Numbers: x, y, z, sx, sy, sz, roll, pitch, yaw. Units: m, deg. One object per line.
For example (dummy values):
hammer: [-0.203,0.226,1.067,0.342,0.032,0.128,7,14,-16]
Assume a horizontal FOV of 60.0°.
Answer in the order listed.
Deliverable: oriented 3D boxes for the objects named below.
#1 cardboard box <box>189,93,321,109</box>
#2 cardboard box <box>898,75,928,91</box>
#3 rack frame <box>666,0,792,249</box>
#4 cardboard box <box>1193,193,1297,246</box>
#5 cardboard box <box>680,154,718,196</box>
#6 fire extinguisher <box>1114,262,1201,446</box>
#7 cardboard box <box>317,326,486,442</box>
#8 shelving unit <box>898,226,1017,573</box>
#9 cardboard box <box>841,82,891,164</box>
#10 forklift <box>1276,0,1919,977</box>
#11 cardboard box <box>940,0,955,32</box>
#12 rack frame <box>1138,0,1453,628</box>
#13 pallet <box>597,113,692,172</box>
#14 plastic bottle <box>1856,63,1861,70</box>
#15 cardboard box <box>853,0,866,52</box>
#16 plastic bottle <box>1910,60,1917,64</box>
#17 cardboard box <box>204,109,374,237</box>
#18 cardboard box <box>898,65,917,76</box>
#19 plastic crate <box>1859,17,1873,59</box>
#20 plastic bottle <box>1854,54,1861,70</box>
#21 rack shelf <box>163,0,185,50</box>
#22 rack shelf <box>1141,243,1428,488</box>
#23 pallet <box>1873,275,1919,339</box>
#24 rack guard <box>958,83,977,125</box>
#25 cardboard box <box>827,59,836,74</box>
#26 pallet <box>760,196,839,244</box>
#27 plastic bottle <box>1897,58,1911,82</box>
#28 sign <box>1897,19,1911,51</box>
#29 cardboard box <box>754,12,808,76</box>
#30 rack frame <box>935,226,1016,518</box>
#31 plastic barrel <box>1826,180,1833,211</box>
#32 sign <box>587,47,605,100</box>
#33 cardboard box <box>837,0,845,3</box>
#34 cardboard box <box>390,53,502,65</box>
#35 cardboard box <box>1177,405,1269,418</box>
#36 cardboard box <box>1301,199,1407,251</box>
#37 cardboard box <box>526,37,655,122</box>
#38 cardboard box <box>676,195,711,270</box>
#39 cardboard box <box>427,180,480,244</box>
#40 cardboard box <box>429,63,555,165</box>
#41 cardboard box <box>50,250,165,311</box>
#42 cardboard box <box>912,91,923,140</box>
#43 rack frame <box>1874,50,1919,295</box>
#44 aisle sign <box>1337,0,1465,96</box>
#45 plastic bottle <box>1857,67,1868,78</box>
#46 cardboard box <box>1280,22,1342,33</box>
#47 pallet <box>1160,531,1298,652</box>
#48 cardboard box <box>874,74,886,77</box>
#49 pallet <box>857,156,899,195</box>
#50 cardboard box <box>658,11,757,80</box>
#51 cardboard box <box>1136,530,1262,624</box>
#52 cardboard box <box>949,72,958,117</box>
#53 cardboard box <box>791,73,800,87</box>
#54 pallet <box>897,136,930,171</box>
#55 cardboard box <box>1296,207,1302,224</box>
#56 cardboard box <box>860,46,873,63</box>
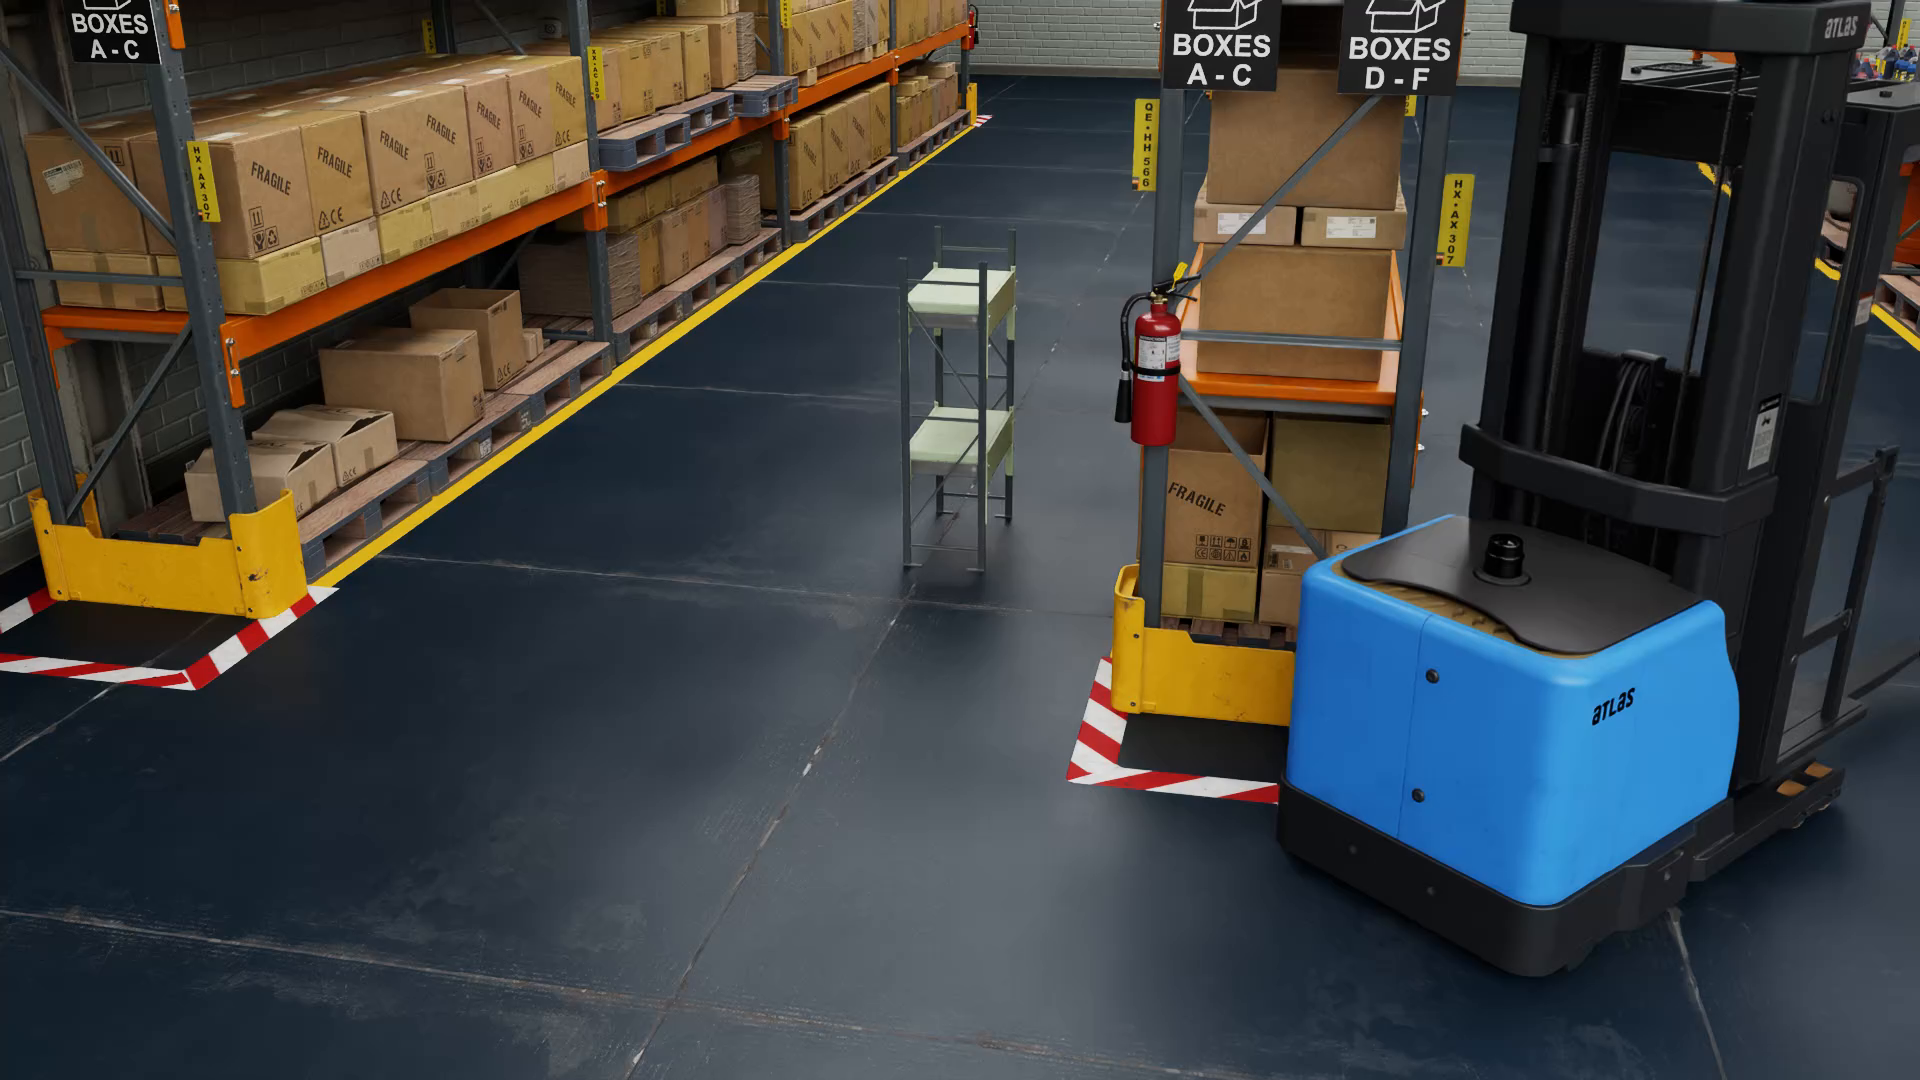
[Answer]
cardboard box: [-3.541,-1.960,8.376,0.500,0.500,0.500,4,22,9]
cardboard box: [-0.586,-5.404,19.673,0.380,0.149,0.250,4,22,9]
rack frame: [-2.010,-4.037,14.363,1.000,3.000,0.127,4,22,11]
cardboard box: [1.099,-1.237,6.407,0.380,0.149,0.250,4,22,10]
cardboard box: [-2.284,-2.959,13.438,0.500,0.250,0.500,5,22,12]
fire extinguisher: [0.729,-0.691,6.159,0.296,0.674,0.183,4,22,11]
cardboard box: [-3.099,-0.875,9.269,0.700,0.500,0.500,3,22,8]
shelving unit: [-0.001,-0.693,8.067,0.431,1.500,0.755,4,22,11]
cardboard box: [-1.200,-4.450,17.703,0.750,0.750,0.750,5,22,12]
forklift: [2.539,-0.485,5.634,3.031,2.935,1.130,-17,27,-36]
cardboard box: [-0.610,-6.648,20.444,0.980,0.700,0.700,4,22,10]
rack frame: [1.207,-0.735,6.164,1.000,3.000,0.127,4,22,11]
pallet: [-2.528,-2.754,11.433,1.003,0.211,1.213,4,22,11]
plastic bottle: [7.711,-3.938,14.273,0.061,0.283,0.133,4,22,11]
cardboard box: [-1.247,-5.135,16.530,0.500,0.500,0.500,4,22,11]
plastic bottle: [8.536,-4.151,14.812,0.152,0.276,0.135,4,22,11]
cardboard box: [-3.141,-1.731,7.806,0.500,0.500,0.500,5,22,11]
cardboard box: [-0.747,-5.820,20.704,0.380,0.149,0.250,5,22,11]
plastic crate: [8.932,-5.110,16.860,0.402,0.464,0.583,4,22,11]
plastic bottle: [7.725,-4.029,14.408,0.144,0.351,0.185,4,22,11]
rack shelf: [-3.235,-2.901,8.488,1.077,0.370,4.000,4,22,11]
rack shelf: [1.616,-1.133,8.114,1.077,0.370,4.000,4,22,11]
pallet: [7.492,-1.708,12.312,1.003,0.211,1.213,4,22,11]
rack guard: [-0.373,-5.812,22.116,1.175,0.500,0.348,4,22,11]
cardboard box: [-1.414,-4.595,16.056,0.380,0.149,0.250,5,22,11]
pallet: [-1.776,-3.026,15.585,1.003,0.211,1.213,4,22,11]
plastic bottle: [8.410,-4.152,14.820,0.097,0.271,0.097,0,22,0]
sign: [9.043,-4.831,15.962,0.100,0.325,0.005,4,22,11]
cardboard box: [-1.661,-4.389,14.677,0.500,0.500,0.500,5,22,13]
rack frame: [0.073,-0.827,8.400,0.400,1.500,0.023,4,22,11]
plastic barrel: [8.232,-3.510,15.300,0.600,0.901,0.708,4,22,11]
sign: [-2.294,-2.937,10.473,0.100,0.325,0.005,4,22,11]
cardboard box: [-1.360,-5.292,15.916,0.500,0.250,0.500,4,22,10]
cardboard box: [-3.127,-2.706,10.227,0.500,0.500,0.500,4,22,10]
cardboard box: [1.215,-0.588,7.913,0.500,0.500,0.500,4,22,11]
cardboard box: [1.498,-1.210,6.340,0.380,0.149,0.250,4,22,11]
cardboard box: [-2.568,-3.212,11.591,0.700,0.500,0.500,7,23,16]
cardboard box: [-2.399,-2.451,13.182,0.700,0.500,0.500,4,22,11]
cardboard box: [-2.925,-1.767,8.900,0.500,0.250,0.500,5,22,11]
cardboard box: [-2.717,-2.482,9.672,0.500,0.500,0.500,4,22,11]
cardboard box: [-3.737,-1.237,7.584,0.500,0.250,0.500,5,22,12]
cardboard box: [-0.835,-4.985,19.499,0.700,0.500,0.500,4,22,10]
rack frame: [7.688,-3.282,12.488,1.000,3.000,0.127,4,22,11]
aisle sign: [1.494,-1.894,5.561,0.394,0.787,0.004,4,22,11]
plastic bottle: [7.586,-3.826,13.995,0.061,0.283,0.133,4,22,11]
cardboard box: [1.632,-2.133,7.764,0.700,0.500,0.500,4,22,11]
pallet: [1.322,0.275,7.387,1.003,0.211,1.213,4,22,11]
cardboard box: [-0.954,-5.446,19.776,0.380,0.149,0.250,5,22,11]
pallet: [-1.278,-3.919,17.801,1.003,0.211,1.213,4,22,11]
cardboard box: [-2.097,-4.115,13.833,0.700,0.500,0.500,2,22,5]
cardboard box: [1.028,0.127,7.142,0.500,0.250,0.500,4,22,11]
cardboard box: [-0.423,-5.735,21.361,0.700,0.500,0.500,4,22,11]
cardboard box: [-1.657,-4.124,14.888,0.380,0.149,0.250,5,22,12]
pallet: [-0.962,-4.479,19.192,1.003,0.211,1.213,4,22,11]
cardboard box: [1.418,-1.144,7.044,0.700,0.500,0.500,5,22,12]
cardboard box: [-1.108,-4.961,16.966,0.380,0.149,0.250,4,22,11]
